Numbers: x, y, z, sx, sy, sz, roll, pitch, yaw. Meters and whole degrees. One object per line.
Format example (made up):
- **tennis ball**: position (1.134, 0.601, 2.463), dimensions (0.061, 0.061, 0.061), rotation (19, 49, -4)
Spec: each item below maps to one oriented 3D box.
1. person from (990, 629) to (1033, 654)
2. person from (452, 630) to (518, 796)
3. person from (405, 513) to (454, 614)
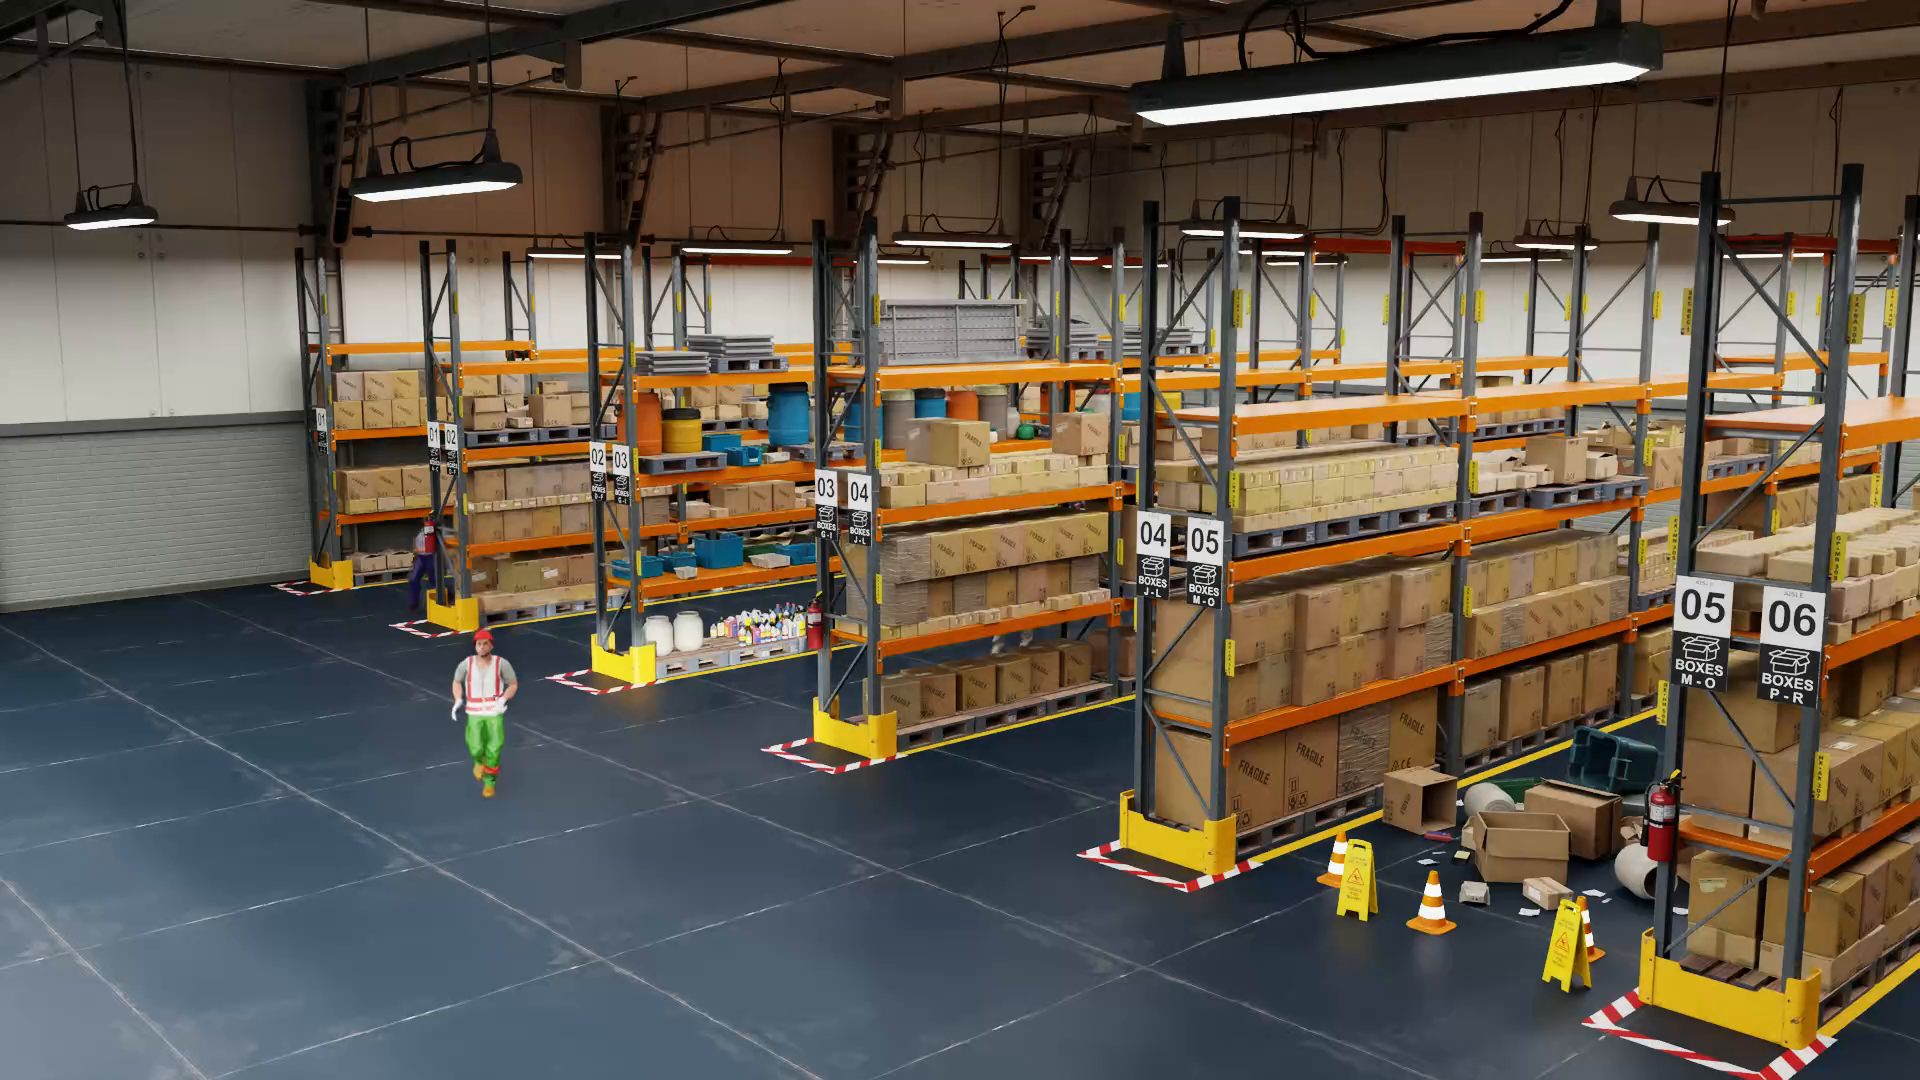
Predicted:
- **person**: position (0.714, 0.696, 22.842), dimensions (0.541, 1.736, 0.776), rotation (7, 11, 38)
- **person**: position (-4.919, 1.796, 17.243), dimensions (0.664, 1.739, 0.590), rotation (-2, 9, -11)
- **person**: position (-8.687, 0.387, 27.338), dimensions (0.620, 1.662, 0.844), rotation (6, 10, 35)
